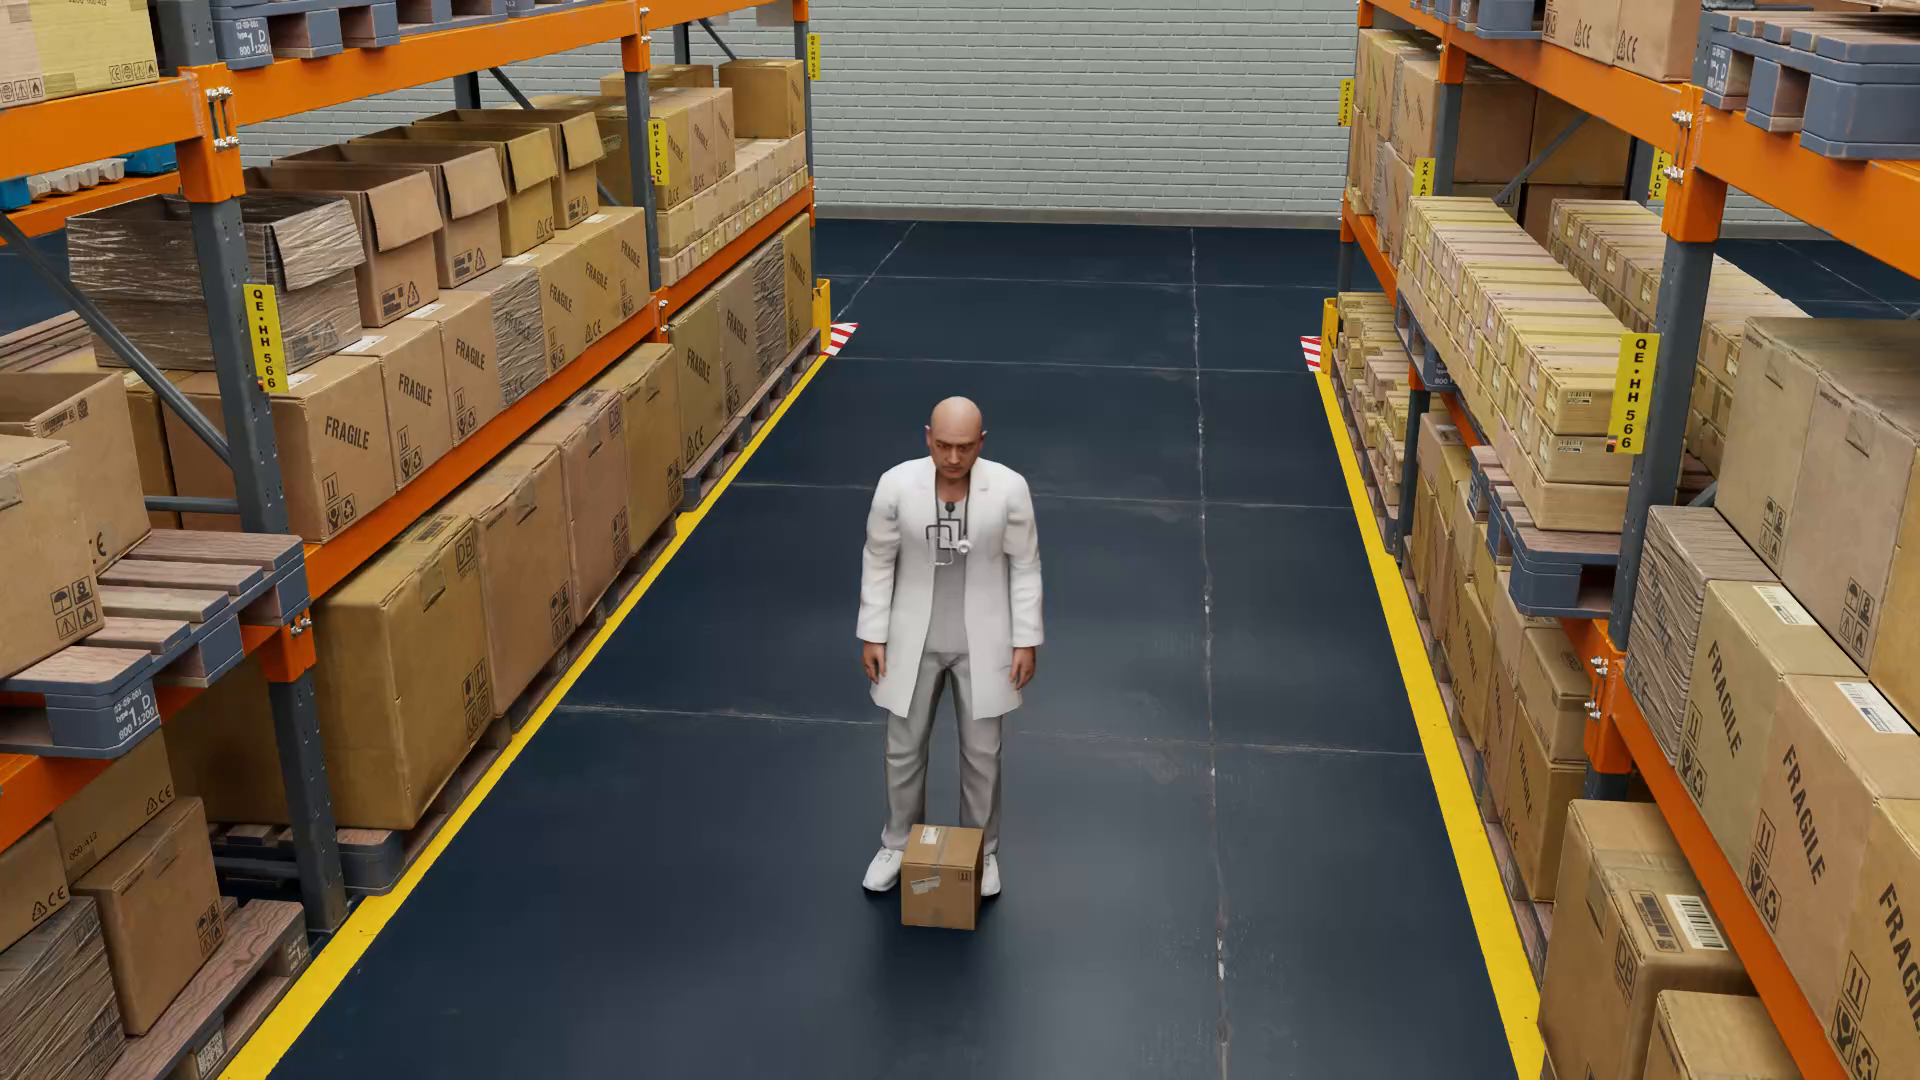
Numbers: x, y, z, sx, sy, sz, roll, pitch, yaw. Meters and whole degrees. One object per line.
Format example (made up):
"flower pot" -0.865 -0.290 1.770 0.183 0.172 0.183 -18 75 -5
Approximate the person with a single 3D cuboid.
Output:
"person" -0.036 0.357 5.666 0.653 1.774 0.416 2 21 5
